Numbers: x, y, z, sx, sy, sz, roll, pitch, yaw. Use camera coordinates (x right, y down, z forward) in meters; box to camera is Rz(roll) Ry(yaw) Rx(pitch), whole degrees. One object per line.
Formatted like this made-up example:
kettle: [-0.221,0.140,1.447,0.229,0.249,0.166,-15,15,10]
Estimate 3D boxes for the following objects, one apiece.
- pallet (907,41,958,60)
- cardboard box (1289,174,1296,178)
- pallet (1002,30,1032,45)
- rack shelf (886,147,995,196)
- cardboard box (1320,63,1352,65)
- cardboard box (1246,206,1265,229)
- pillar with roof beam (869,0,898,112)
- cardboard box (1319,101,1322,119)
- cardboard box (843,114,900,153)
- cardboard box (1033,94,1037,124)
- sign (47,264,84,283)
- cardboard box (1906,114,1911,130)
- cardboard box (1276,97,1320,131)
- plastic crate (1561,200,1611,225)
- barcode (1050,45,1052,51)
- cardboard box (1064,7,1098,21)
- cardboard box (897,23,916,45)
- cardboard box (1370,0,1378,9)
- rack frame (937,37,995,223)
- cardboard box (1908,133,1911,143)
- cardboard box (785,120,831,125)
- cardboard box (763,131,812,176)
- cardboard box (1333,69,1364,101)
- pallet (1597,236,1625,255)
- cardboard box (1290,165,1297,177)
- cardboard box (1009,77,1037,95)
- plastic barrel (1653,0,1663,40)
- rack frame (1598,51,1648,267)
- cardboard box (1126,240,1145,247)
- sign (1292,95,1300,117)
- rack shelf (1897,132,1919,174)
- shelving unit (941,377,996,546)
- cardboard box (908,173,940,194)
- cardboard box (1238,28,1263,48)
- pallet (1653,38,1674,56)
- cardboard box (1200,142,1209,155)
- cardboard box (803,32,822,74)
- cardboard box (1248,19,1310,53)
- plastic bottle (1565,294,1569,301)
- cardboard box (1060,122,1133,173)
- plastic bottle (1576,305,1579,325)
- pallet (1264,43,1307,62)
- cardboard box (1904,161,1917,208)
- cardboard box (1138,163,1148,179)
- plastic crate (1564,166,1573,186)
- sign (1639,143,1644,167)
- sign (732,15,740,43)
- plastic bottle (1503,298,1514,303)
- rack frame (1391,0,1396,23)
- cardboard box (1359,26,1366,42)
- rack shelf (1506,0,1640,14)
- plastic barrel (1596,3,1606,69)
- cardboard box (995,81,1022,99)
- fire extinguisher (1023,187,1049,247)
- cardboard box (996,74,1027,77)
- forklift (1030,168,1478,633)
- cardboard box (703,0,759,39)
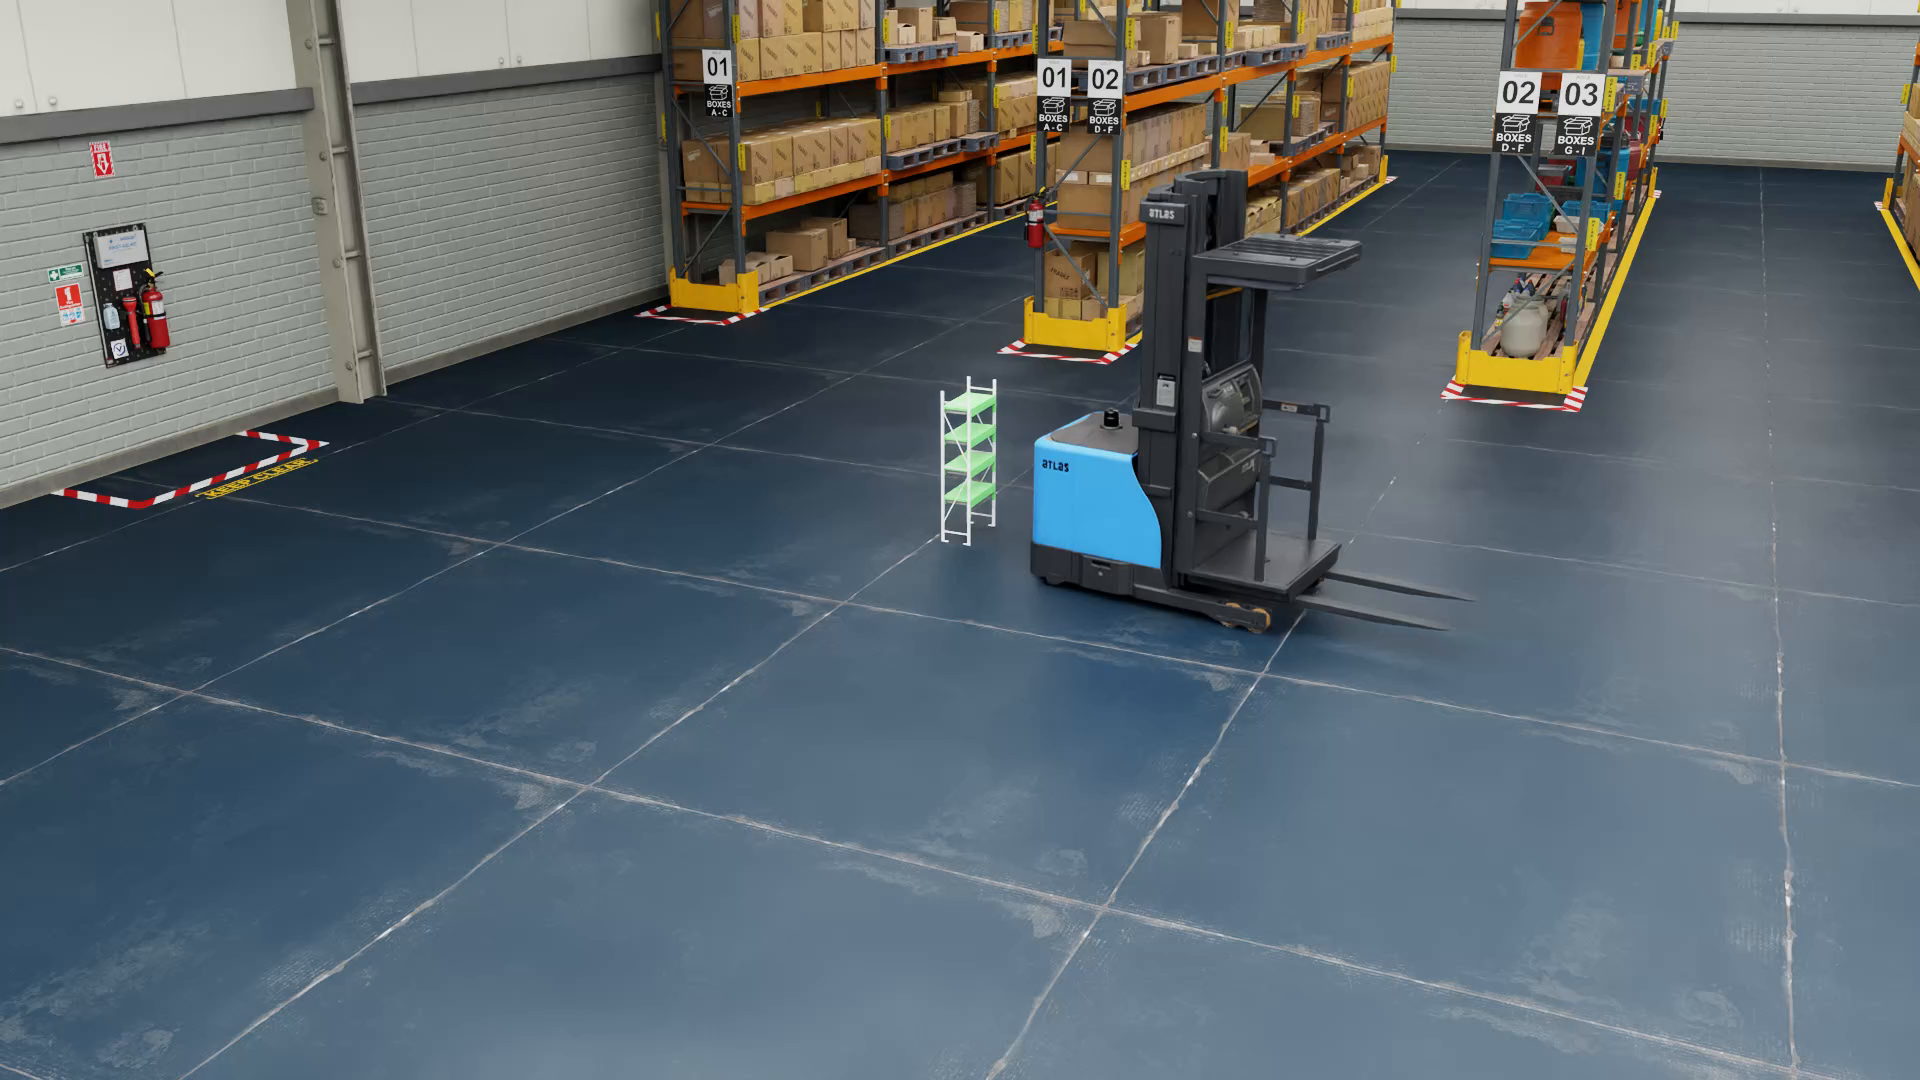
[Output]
pallet: [-0.772,-7.418,25.153,1.213,0.211,1.003,9,21,23]
cardboard box: [5.413,-5.967,28.344,0.500,0.500,0.500,9,21,23]
pallet: [0.765,-8.695,28.746,1.003,0.211,1.213,10,22,25]
rack shelf: [-0.725,-5.874,26.082,1.077,0.370,4.000,9,21,23]
cardboard box: [7.052,-8.697,31.304,0.500,0.500,0.500,9,21,23]
cardboard box: [4.209,-4.804,24.641,0.500,0.311,0.500,8,21,22]
pillar with roof beam: [2.700,-8.781,24.230,9.100,9.000,0.400,9,21,23]
cardboard box: [6.224,-7.603,29.722,0.500,0.500,0.500,9,21,24]
cardboard box: [-1.304,-6.006,24.576,0.700,0.500,0.500,9,21,23]
cardboard box: [1.160,-7.605,29.252,0.500,0.500,0.500,9,22,24]
sign: [-7.499,-2.238,13.942,0.001,0.109,0.331,9,21,23]
cardboard box: [16.277,-7.030,28.041,0.500,0.250,0.500,8,21,22]
cardboard box: [5.586,-7.065,27.581,0.700,0.500,0.500,3,20,9]
plastic crate: [7.289,-3.796,19.388,0.499,0.251,0.616,9,21,23]
barcode: [1.023,-5.545,18.741,0.001,0.075,0.075,9,21,23]
cardboard box: [2.256,-9.809,31.046,0.500,0.250,0.500,8,21,23]
cardboard box: [-0.995,-7.515,24.652,0.500,0.311,0.500,9,22,24]
cardboard box: [7.306,-10.054,30.646,0.700,0.500,0.500,9,21,23]
rack frame: [0.094,-6.824,27.680,1.000,3.000,0.127,9,21,23]
cardboard box: [15.956,-6.656,27.582,0.380,0.149,0.250,8,21,22]
cardboard box: [-2.142,-5.621,23.371,0.500,0.500,0.500,8,21,22]
cardboard box: [-2.283,-5.082,21.857,0.500,0.500,0.500,8,21,21]
cardboard box: [6.913,-8.150,29.766,0.500,0.500,0.500,8,21,21]
pallet: [9.417,-4.397,25.019,1.003,0.211,1.213,9,21,23]
cardboard box: [5.423,-6.331,28.249,0.500,0.250,0.500,9,21,23]
cardboard box: [1.139,-7.952,29.110,0.500,0.250,0.500,8,21,22]
plastic barrel: [10.582,-8.080,25.829,0.600,0.588,0.600,0,20,0]
rack frame: [9.132,-5.465,23.858,1.000,3.000,0.127,9,21,23]
cardboard box: [2.158,-3.397,20.401,0.500,0.500,0.500,9,21,23]
sign: [5.123,-6.616,25.367,0.100,0.325,0.005,9,21,23]
rack shelf: [16.108,-6.280,27.225,1.077,0.370,4.000,9,21,23]
shelving unit: [0.068,-0.616,12.910,0.258,1.200,0.503,9,21,23]
cardboard box: [-0.650,-5.656,26.351,0.500,0.250,0.500,8,21,22]
cardboard box: [4.038,-7.203,23.868,0.500,0.250,0.500,8,21,22]
pallet: [10.539,-7.759,26.114,1.213,0.211,1.003,9,21,23]
cardboard box: [3.061,-5.163,21.892,0.380,0.149,0.250,9,21,23]
cardboard box: [-2.155,-6.401,21.836,0.500,0.500,0.500,10,22,26]
cardboard box: [4.972,-7.900,26.079,0.910,0.500,0.500,9,21,23]
plastic bottle: [7.179,-2.782,19.711,0.061,0.283,0.133,9,21,23]
cardboard box: [1.564,-4.515,19.103,0.700,0.500,0.500,9,21,23]
plastic bottle: [7.148,-2.650,19.358,0.097,0.271,0.097,0,20,0]
pallet: [4.419,-7.250,24.683,1.213,0.211,1.003,10,22,25]
cardboard box: [16.365,-5.942,27.746,0.875,0.875,0.875,9,21,23]
cardboard box: [2.011,-4.377,19.682,0.380,0.149,0.250,8,21,22]
plastic crate: [7.662,-4.614,21.490,0.392,0.384,0.575,9,21,23]
sign: [9.637,-5.468,23.624,0.100,0.325,0.005,9,21,23]
sign: [-2.687,-6.129,19.945,0.100,0.325,0.005,9,21,23]
plastic bottle: [6.394,-2.680,19.437,0.152,0.276,0.135,8,21,21]
rack frame: [7.891,-11.417,31.644,1.000,3.000,0.127,9,21,23]
cardboard box: [6.886,-8.978,29.484,0.500,0.250,0.500,9,21,23]
rack shelf: [6.675,-5.930,17.883,1.077,0.370,4.000,9,21,23]
plastic barrel: [7.773,-6.276,20.916,0.600,0.901,0.600,0,20,0]
cardboard box: [0.735,-7.642,28.238,0.500,0.250,0.500,8,21,22]
fire extinguisher: [0.867,-3.691,18.986,0.296,0.674,0.183,9,21,23]
cardboard box: [0.897,-8.177,29.743,0.500,0.250,0.500,8,21,21]
forklift: [2.034,-0.956,11.282,3.031,2.935,1.130,12,23,30]
cardboard box: [-2.803,-6.404,20.351,0.500,0.500,0.500,7,21,19]
